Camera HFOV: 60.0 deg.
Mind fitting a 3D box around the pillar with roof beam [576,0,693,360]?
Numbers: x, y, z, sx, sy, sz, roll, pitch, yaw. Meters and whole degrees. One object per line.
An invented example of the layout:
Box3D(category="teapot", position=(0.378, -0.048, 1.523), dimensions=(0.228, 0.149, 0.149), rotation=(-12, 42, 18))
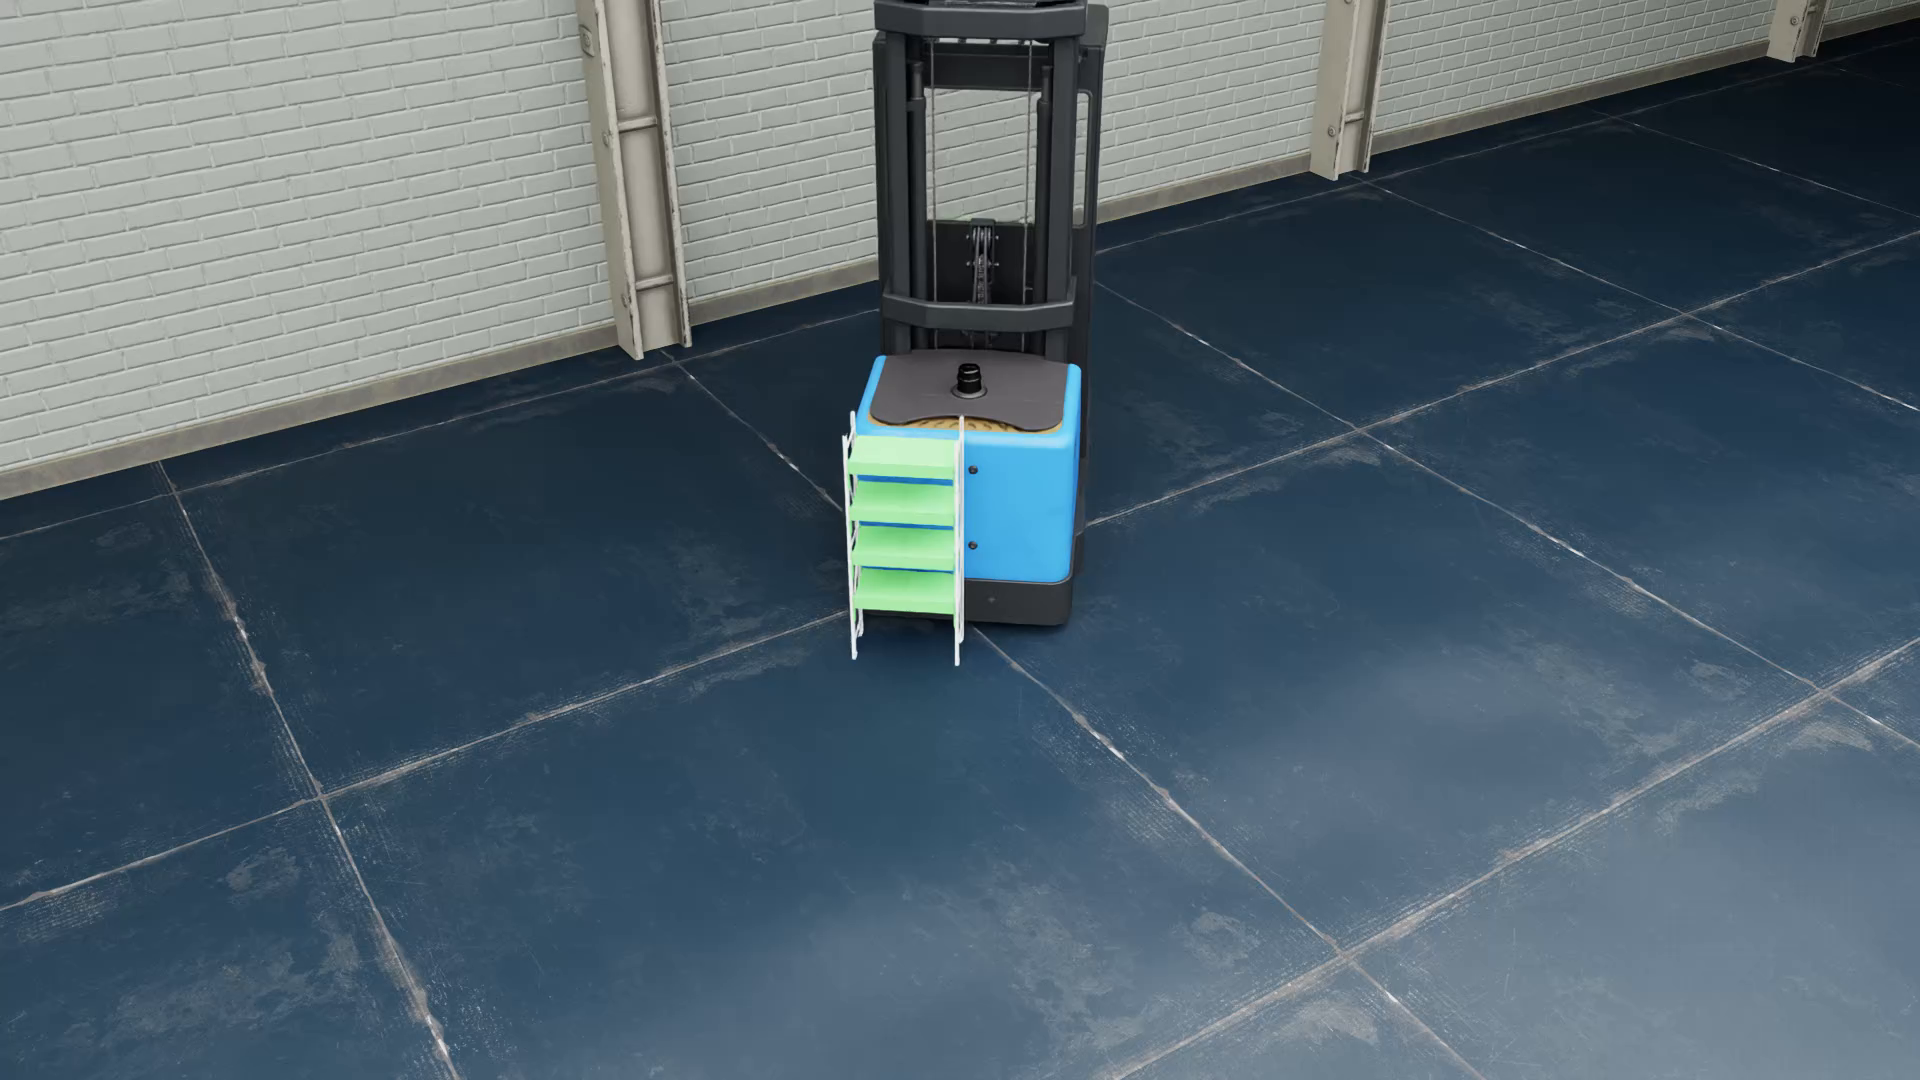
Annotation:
Box3D(category="pillar with roof beam", position=(0.357, -3.143, 5.298), dimensions=(0.400, 9.000, 9.100), rotation=(-19, 37, -27))

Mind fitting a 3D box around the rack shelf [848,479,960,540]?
Box3D(category="rack shelf", position=(-0.246, -0.139, 7.514), dimensions=(0.480, 0.148, 0.258), rotation=(3, 33, 5))

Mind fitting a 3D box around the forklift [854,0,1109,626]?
Box3D(category="forklift", position=(0.159, -1.595, 8.532), dimensions=(1.130, 2.935, 3.031), rotation=(3, 32, 5))

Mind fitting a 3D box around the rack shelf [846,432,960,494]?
Box3D(category="rack shelf", position=(-0.247, -0.341, 7.384), dimensions=(0.480, 0.148, 0.258), rotation=(3, 33, 5))

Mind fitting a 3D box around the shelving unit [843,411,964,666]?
Box3D(category="shelving unit", position=(-0.246, 0.009, 7.609), dimensions=(0.503, 1.200, 0.258), rotation=(3, 33, 5))

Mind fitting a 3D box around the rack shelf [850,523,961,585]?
Box3D(category="rack shelf", position=(-0.246, 0.062, 7.644), dimensions=(0.480, 0.148, 0.258), rotation=(3, 33, 5))

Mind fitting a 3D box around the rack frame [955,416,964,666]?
Box3D(category="rack frame", position=(-0.003, 0.022, 7.588), dimensions=(0.015, 1.200, 0.240), rotation=(3, 33, 5))

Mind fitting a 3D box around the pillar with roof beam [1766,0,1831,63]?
Box3D(category="pillar with roof beam", position=(10.443, -6.612, 10.797), dimensions=(0.400, 9.000, 9.100), rotation=(-19, 37, -27))

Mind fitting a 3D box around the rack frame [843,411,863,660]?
Box3D(category="rack frame", position=(-0.489, -0.005, 7.631), dimensions=(0.015, 1.200, 0.240), rotation=(3, 33, 5))

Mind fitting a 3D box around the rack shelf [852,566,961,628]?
Box3D(category="rack shelf", position=(-0.246, 0.264, 7.774), dimensions=(0.480, 0.148, 0.258), rotation=(3, 33, 5))

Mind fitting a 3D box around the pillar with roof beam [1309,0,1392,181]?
Box3D(category="pillar with roof beam", position=(5.400, -4.877, 8.048), dimensions=(0.400, 9.000, 9.100), rotation=(-19, 37, -27))
